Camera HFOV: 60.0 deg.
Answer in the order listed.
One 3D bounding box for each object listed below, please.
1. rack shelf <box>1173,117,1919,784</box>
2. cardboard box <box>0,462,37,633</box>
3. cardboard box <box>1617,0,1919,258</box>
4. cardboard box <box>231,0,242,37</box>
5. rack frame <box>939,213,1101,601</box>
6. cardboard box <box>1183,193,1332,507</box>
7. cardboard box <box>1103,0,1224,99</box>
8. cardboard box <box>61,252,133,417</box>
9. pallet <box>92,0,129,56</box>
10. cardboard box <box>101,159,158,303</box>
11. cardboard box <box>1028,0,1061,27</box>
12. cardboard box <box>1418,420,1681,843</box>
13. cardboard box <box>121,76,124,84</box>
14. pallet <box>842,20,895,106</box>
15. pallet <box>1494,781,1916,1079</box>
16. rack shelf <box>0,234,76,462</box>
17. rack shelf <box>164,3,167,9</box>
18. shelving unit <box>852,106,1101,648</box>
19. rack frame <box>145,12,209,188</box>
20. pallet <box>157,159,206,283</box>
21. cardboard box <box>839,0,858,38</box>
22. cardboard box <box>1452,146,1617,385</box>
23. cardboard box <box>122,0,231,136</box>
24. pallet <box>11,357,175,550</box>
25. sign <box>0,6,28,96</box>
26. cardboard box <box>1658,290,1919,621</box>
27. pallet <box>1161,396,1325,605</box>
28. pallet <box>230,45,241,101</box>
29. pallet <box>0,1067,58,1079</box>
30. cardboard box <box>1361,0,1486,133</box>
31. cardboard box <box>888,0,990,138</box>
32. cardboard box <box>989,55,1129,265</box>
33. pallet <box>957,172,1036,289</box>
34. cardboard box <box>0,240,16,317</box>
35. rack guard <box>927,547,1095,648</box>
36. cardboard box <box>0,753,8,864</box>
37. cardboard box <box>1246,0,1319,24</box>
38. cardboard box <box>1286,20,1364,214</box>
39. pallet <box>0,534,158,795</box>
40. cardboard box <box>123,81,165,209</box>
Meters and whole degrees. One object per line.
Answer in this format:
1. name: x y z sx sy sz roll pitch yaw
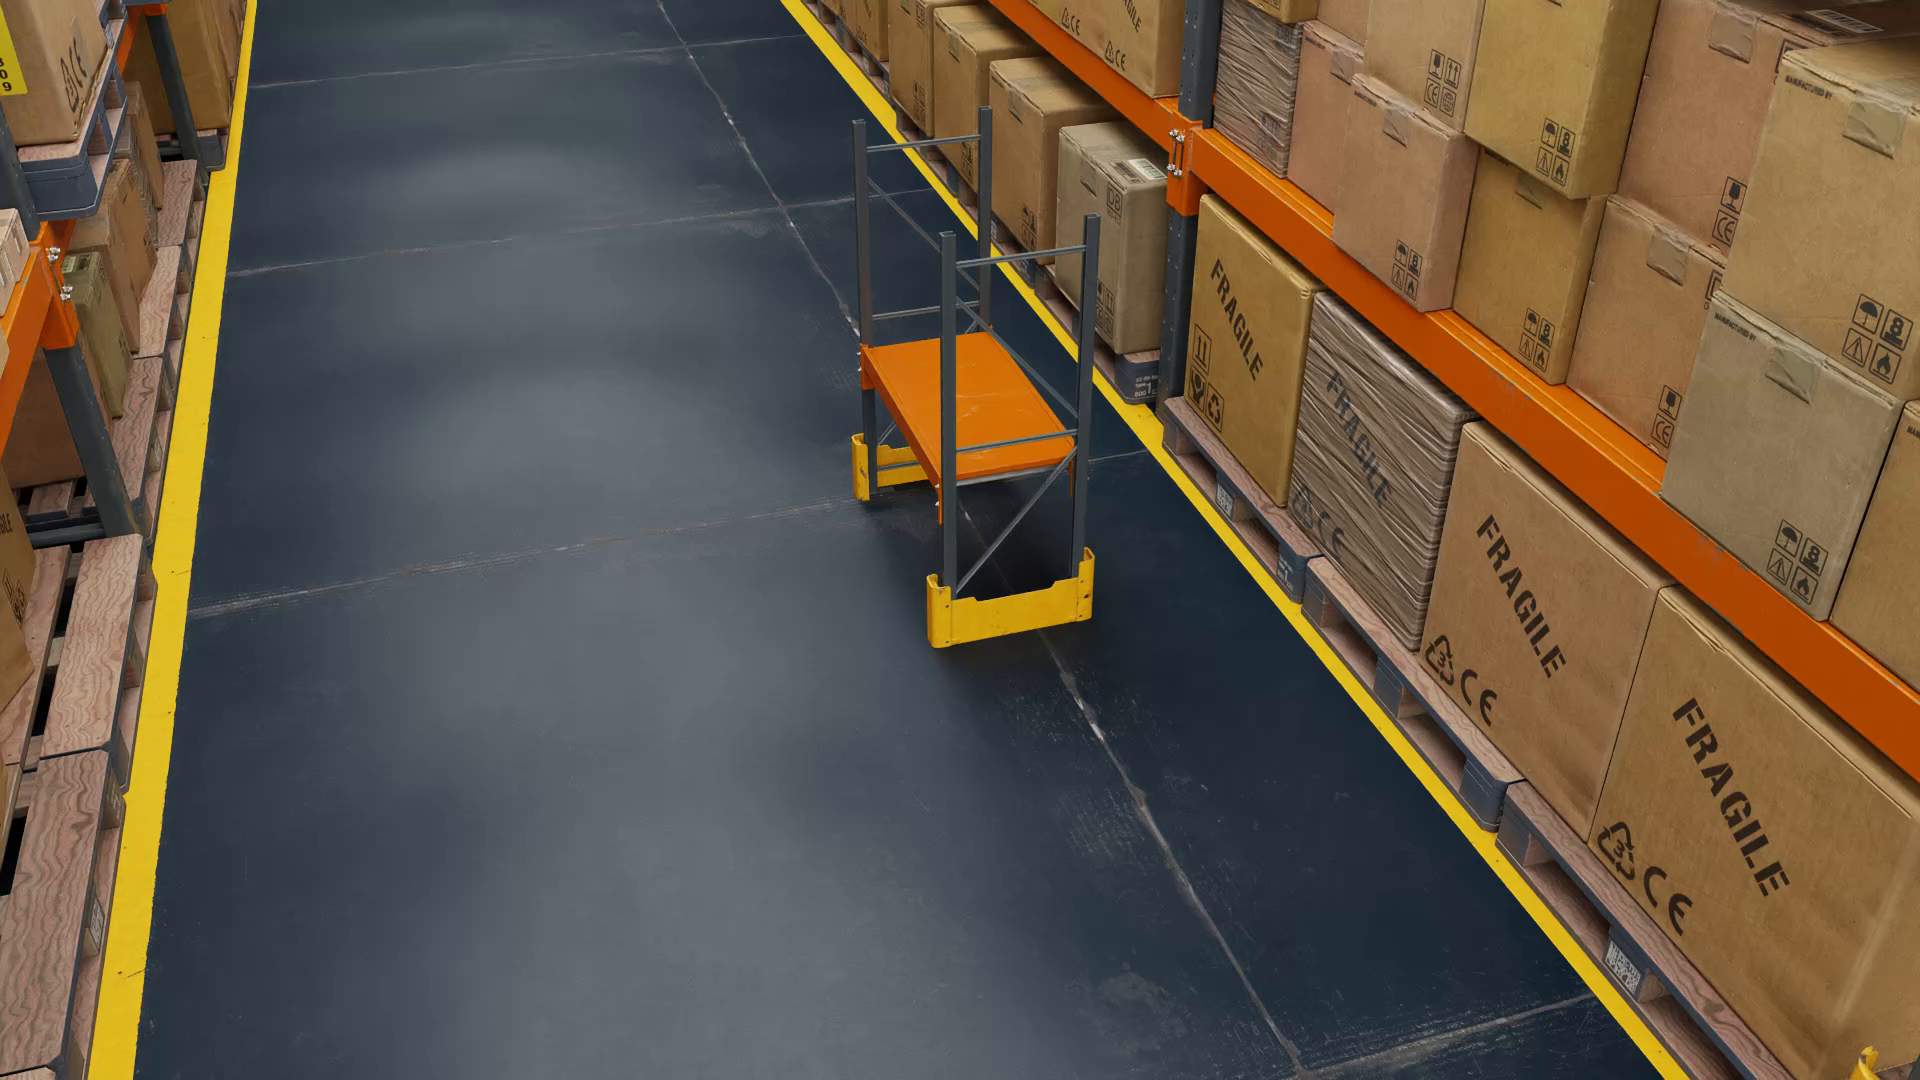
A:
1. rack shelf: 1.930 -0.479 4.907 1.077 0.370 4.000 -10 35 -15
2. cardboard box: -3.351 0.036 5.361 0.500 0.500 0.500 -11 35 -16
3. cardboard box: 2.167 -1.034 3.978 0.875 0.550 0.550 -10 35 -15
4. cardboard box: -5.387 -3.736 10.729 1.225 0.875 0.875 -11 35 -16
5. rack frame: 0.181 -0.314 5.365 0.500 1.500 0.032 -10 35 -15
6. cardboard box: 1.445 -0.776 6.250 0.875 0.875 0.875 -9 35 -14
7. cardboard box: 0.906 -2.100 6.617 0.500 0.500 0.500 -10 35 -15
8. cardboard box: -3.729 -0.769 6.561 0.700 0.500 0.500 -10 35 -15
9. pallet: -4.012 -2.036 6.785 1.003 0.211 1.213 -10 35 -15
10. cardboard box: -4.070 -1.355 7.449 0.700 0.500 0.500 -7 34 -11
11. cardboard box: 0.598 -2.631 7.420 0.500 0.500 0.500 -10 35 -14
12. cardboard box: 2.000 0.175 4.810 0.875 0.875 0.875 -11 35 -15
13. cardboard box: -4.422 -2.255 8.131 0.500 0.250 0.500 -9 34 -13
14. pallet: -0.137 -3.177 10.866 1.003 0.211 1.213 -10 35 -15
15. pallet: 2.222 1.027 4.504 1.003 0.211 1.213 -10 35 -15
16. rack shelf: -2.825 0.302 3.725 1.077 0.370 4.000 -10 35 -15
17. rack shelf: -5.265 -3.899 10.082 1.077 0.370 4.000 -10 35 -15
18. shelving unit: 0.023 -0.586 5.776 0.587 1.500 1.083 -10 35 -15
19. rack frame: -4.655 -3.149 8.294 1.000 3.000 0.127 -10 35 -15
20. pallet: -4.418 -1.575 8.442 1.003 0.211 1.213 -10 35 -15
21. cardboard box: -0.505 -3.637 10.919 0.500 0.500 0.500 -9 34 -13
22. cardboard box: 1.943 -0.851 4.681 0.875 0.550 0.500 -10 35 -15
23. cardboard box: -4.845 -2.803 9.318 1.225 0.875 0.875 -12 35 -17
24. pallet: -3.673 -0.294 6.503 1.003 0.211 1.213 -10 35 -15
25. sign: -2.920 -1.505 5.021 0.100 0.325 0.005 -10 35 -15
26. cardboard box: 2.195 -0.264 3.793 0.875 0.550 0.550 -10 35 -15
27. pallet: 1.477 -0.254 6.443 1.003 0.211 1.213 -10 35 -15
28. pallet: -5.192 -3.051 10.676 1.003 0.211 1.213 -10 35 -15
29. pallet: -2.452 1.743 3.421 1.003 0.211 1.213 -10 35 -15
30. cardboard box: 1.712 -1.567 4.786 0.875 0.550 0.550 -10 35 -15
31. cardboard box: 0.200 -2.831 9.474 1.050 0.750 0.750 -10 35 -15
32. cardboard box: 0.754 -1.884 8.040 1.050 0.750 0.750 -10 35 -15
33. pallet: 0.637 -1.700 8.632 1.003 0.211 1.213 -10 35 -15
34. cardboard box: -3.022 -0.747 4.888 0.380 0.149 0.250 -10 35 -15
35. rack guard: 0.175 0.197 5.725 0.587 0.250 0.087 -10 35 -15
36. cardboard box: -2.905 0.648 4.435 0.500 0.500 0.500 -13 36 -19
37. cardboard box: 1.400 -2.143 5.657 0.875 0.550 0.550 -10 35 -15
38. cardboard box: 1.633 -1.415 5.535 0.875 0.550 0.550 -10 35 -15
39. pallet: -3.196 0.462 5.360 1.003 0.211 1.213 -10 35 -15
40. cardboard box: -4.431 -1.941 8.335 0.700 0.500 0.500 -12 35 -17
